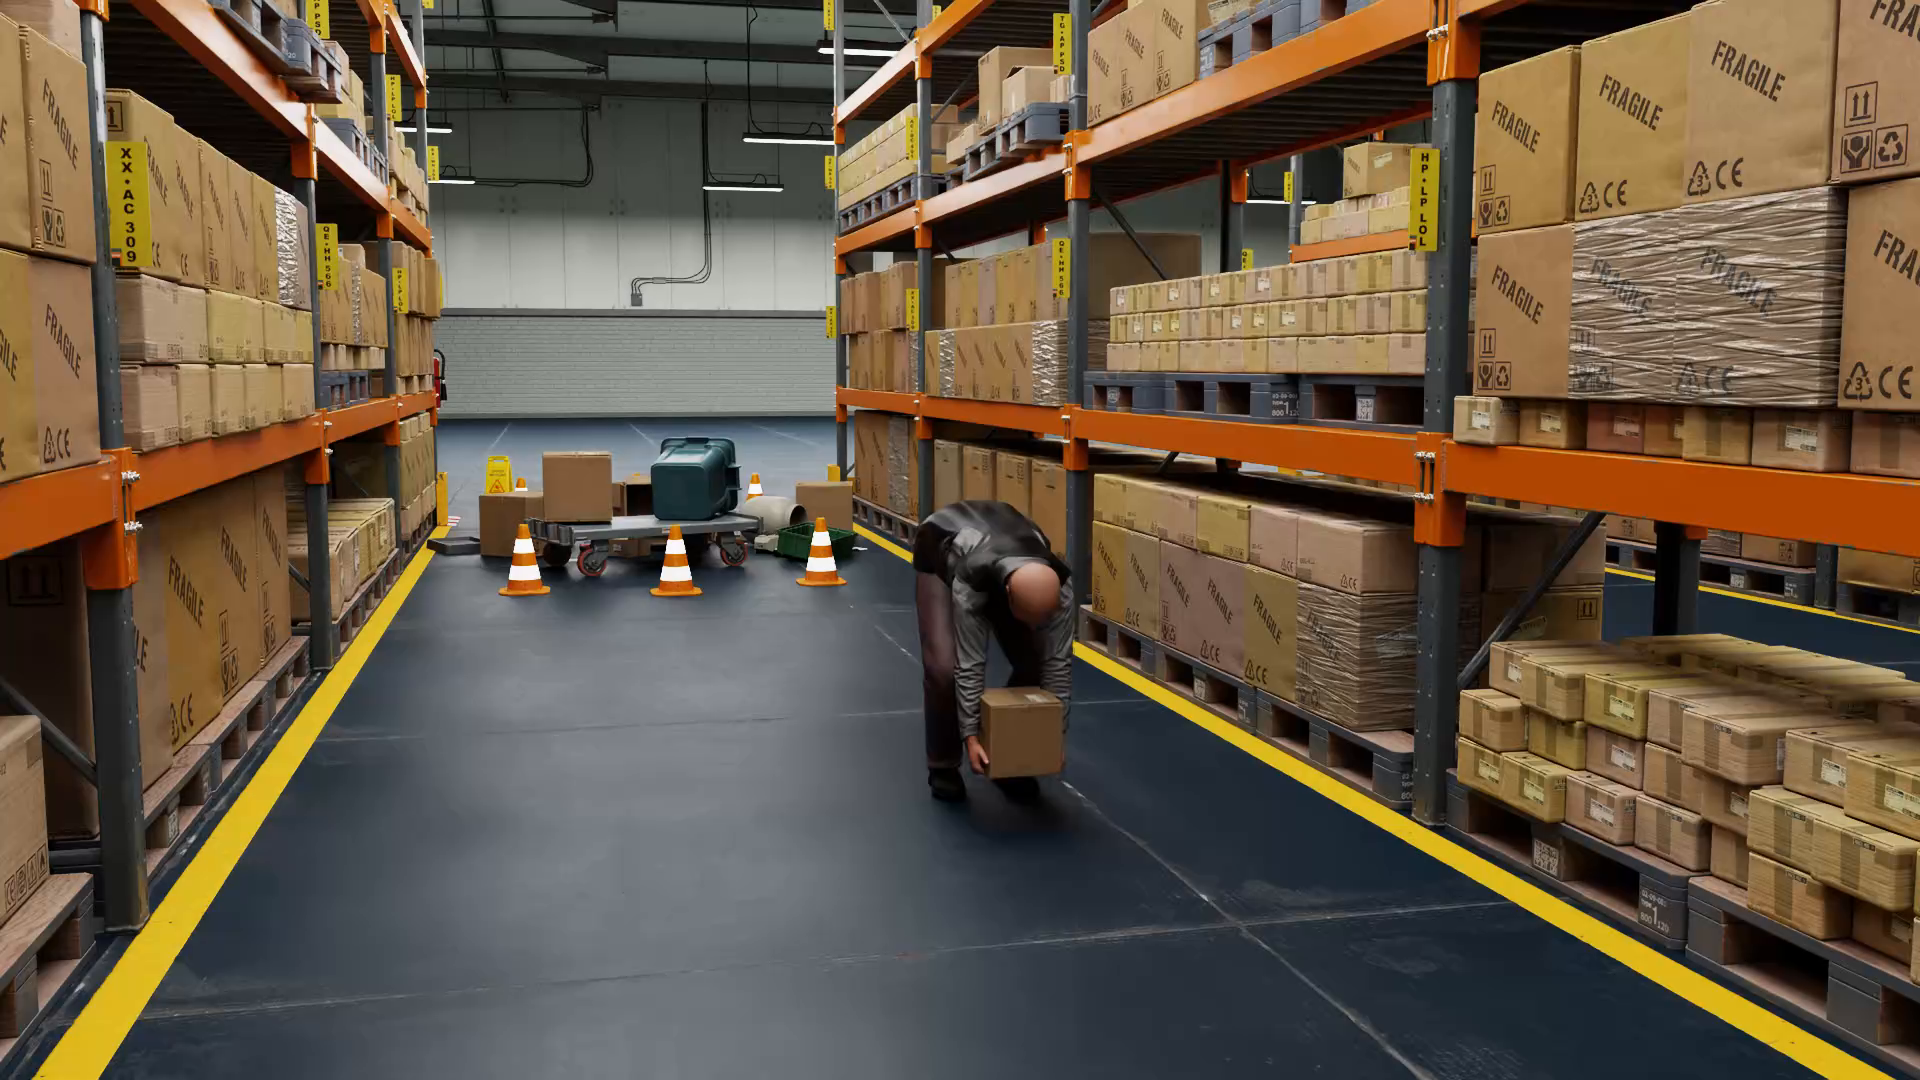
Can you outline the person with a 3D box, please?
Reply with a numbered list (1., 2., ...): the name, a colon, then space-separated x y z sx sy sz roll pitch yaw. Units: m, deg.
1. person: 0.128 0.404 5.860 0.475 1.065 0.957 -2 6 -16
